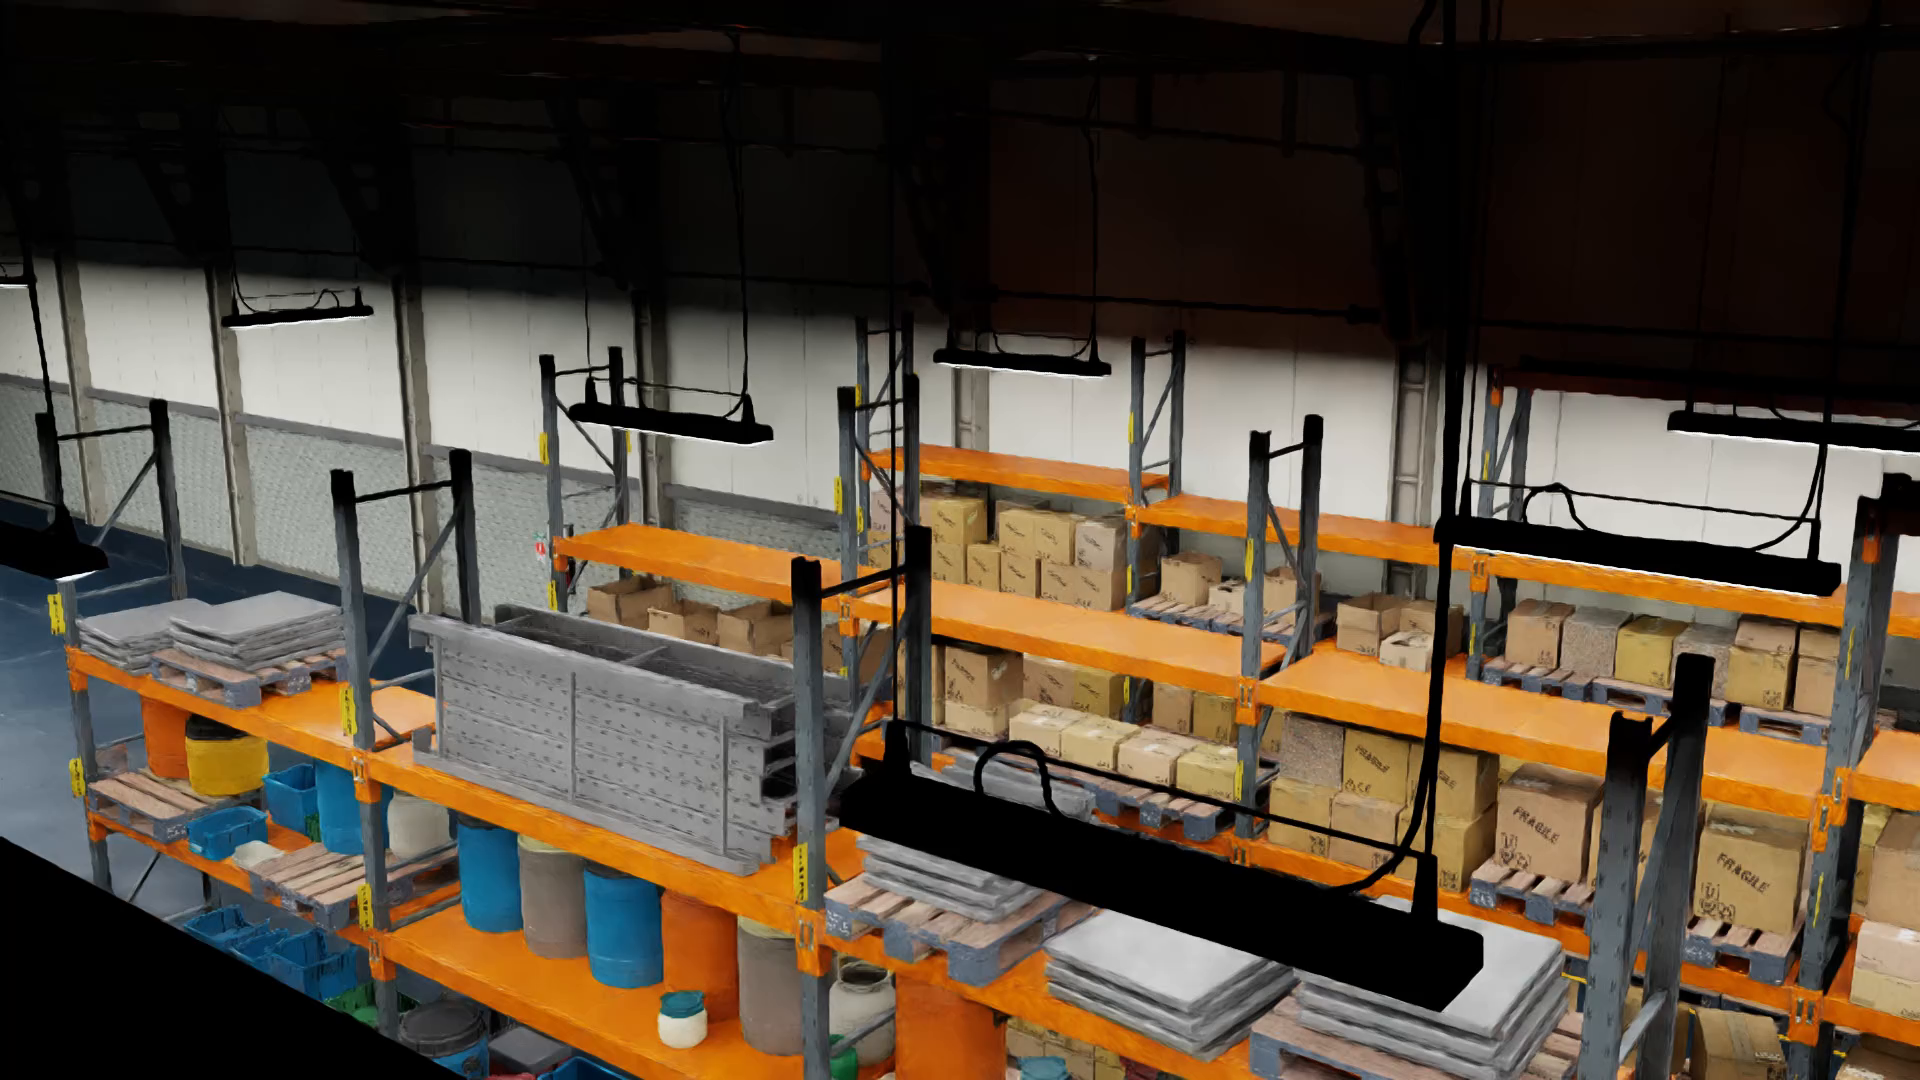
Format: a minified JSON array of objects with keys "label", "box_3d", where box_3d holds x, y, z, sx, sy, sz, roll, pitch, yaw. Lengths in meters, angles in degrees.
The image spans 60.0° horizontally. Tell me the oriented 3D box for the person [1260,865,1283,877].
[{"label":"person","box_3d":[2.943,3.704,15.517,1.128,1.689,0.575,9,16,34]}]
